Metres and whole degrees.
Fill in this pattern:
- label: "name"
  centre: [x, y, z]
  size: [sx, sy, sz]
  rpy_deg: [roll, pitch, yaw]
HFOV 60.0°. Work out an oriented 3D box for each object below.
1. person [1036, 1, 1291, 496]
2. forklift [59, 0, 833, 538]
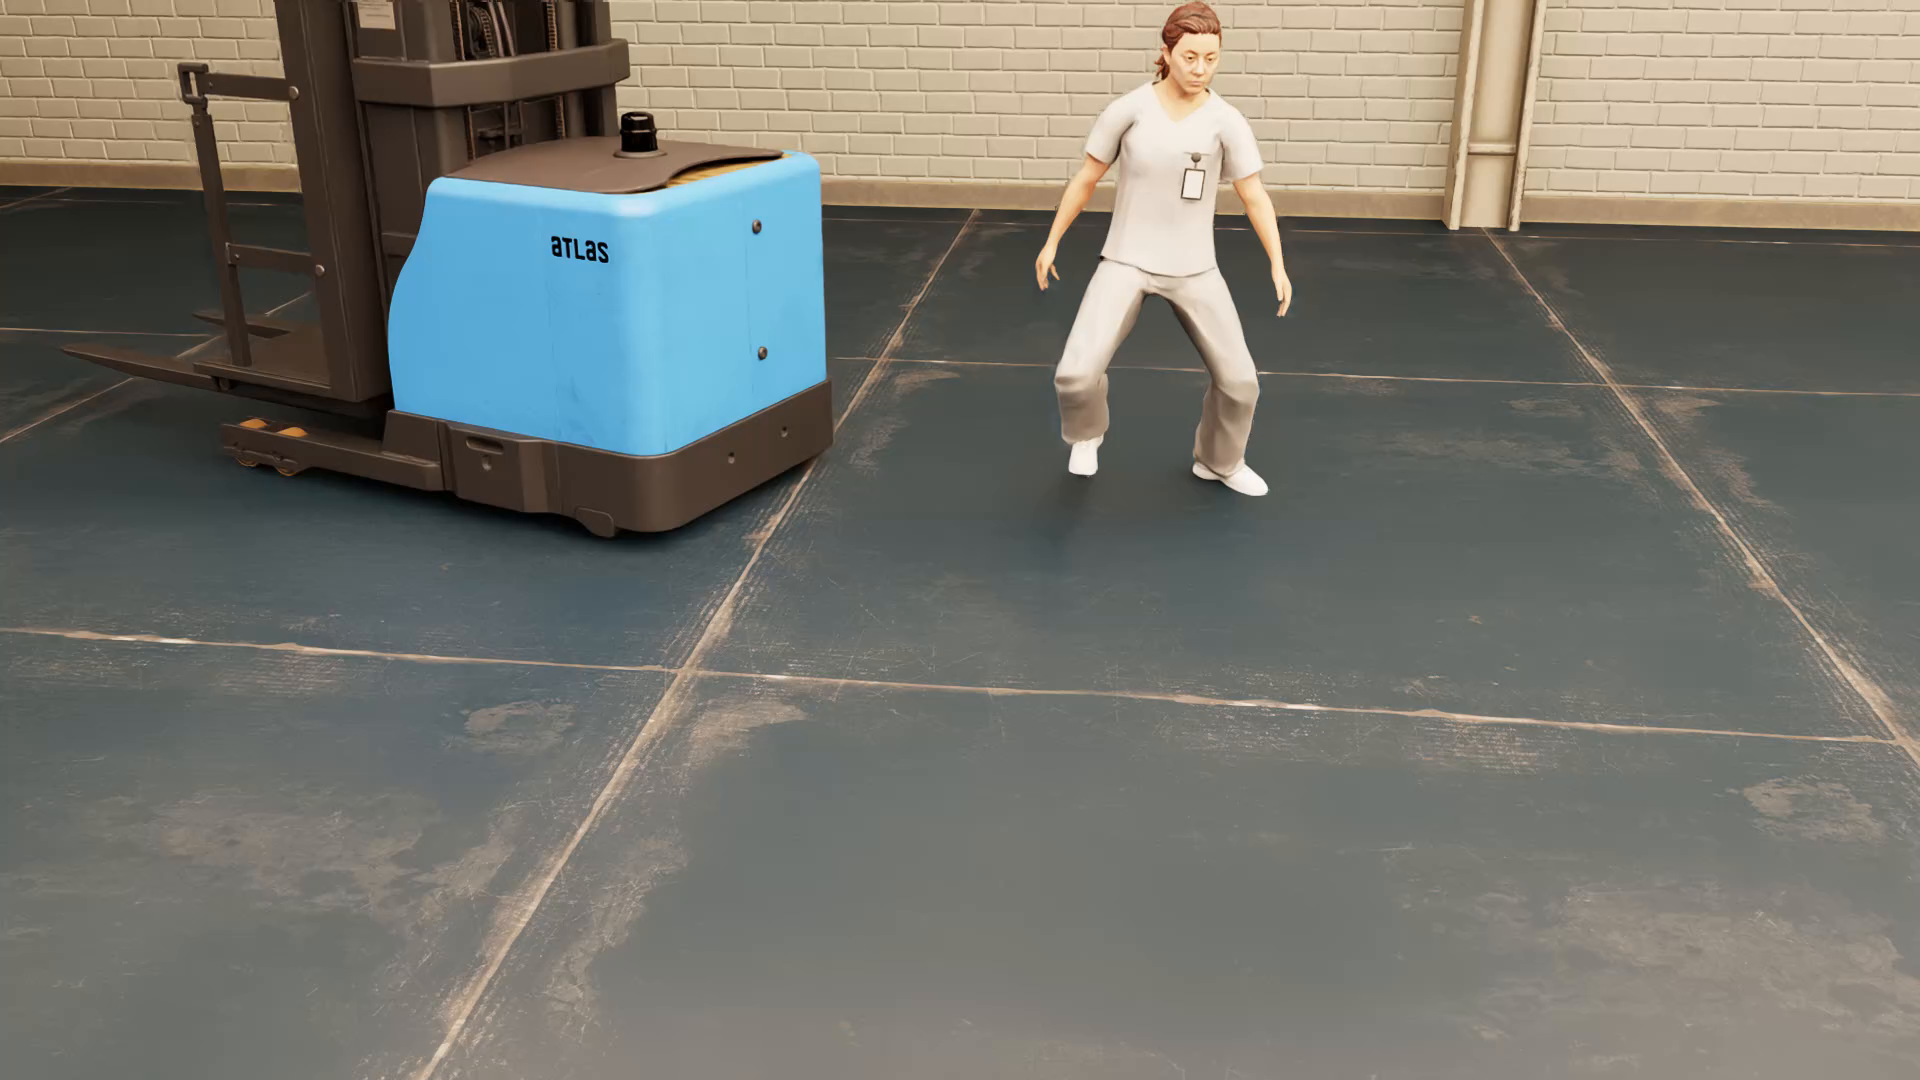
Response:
- label: "person"
  centre: [0.639, -0.874, 5.257]
  size: [0.809, 1.584, 0.543]
  rpy_deg: [3, 22, 9]
- label: "forklift"
  centre: [-1.990, -1.740, 5.574]
  size: [3.031, 2.935, 1.130]
  rpy_deg: [11, 25, 26]
